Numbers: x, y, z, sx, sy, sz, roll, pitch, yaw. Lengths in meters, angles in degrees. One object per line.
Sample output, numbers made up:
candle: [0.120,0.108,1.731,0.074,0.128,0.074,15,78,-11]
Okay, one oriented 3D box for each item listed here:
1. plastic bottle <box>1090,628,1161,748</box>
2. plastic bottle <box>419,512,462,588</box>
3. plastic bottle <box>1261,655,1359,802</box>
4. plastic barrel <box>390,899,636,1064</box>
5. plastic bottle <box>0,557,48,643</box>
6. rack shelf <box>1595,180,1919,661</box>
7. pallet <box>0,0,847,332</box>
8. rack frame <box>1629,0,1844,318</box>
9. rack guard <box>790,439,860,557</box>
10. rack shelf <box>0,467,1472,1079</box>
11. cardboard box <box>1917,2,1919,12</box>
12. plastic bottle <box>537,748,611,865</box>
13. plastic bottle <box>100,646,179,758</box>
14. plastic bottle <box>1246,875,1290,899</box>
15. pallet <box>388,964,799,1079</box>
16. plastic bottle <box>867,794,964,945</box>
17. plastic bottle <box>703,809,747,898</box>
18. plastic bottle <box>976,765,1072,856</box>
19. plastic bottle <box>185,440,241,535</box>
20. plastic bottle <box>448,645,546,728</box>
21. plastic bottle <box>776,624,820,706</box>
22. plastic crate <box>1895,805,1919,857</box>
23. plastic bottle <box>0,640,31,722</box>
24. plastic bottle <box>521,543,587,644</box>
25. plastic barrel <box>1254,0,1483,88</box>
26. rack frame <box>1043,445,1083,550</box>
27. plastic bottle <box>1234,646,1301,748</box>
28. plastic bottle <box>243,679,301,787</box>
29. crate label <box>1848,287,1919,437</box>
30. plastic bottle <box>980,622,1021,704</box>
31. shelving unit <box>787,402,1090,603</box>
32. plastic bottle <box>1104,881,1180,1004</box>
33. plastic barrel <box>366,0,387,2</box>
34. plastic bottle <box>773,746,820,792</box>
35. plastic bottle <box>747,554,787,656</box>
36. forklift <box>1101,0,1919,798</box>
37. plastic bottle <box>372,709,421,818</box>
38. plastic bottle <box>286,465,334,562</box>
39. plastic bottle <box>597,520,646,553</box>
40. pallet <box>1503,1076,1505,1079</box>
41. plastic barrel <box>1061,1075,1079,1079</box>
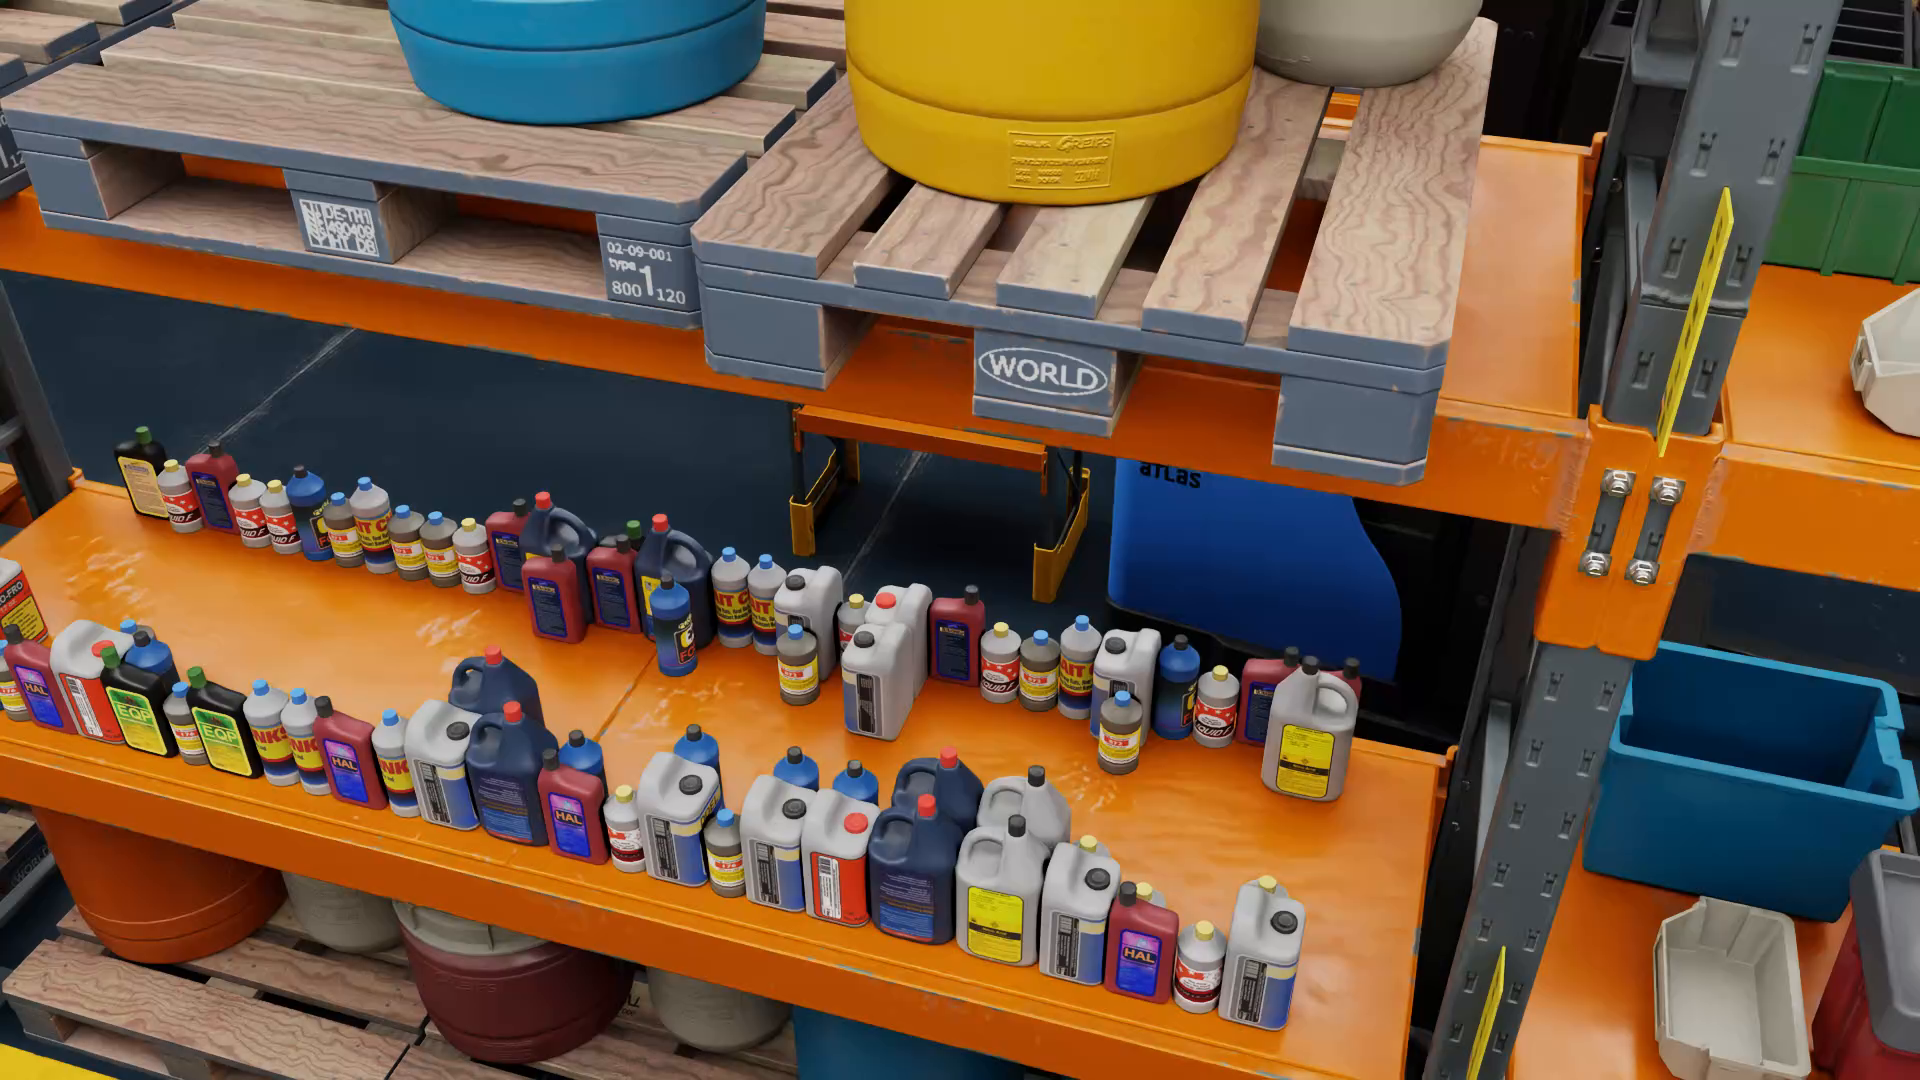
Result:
plastic bottle: [0.386,0.327,3.880,0.135,0.276,0.152,10,38,14]
plastic bottle: [-1.359,0.017,4.364,0.097,0.201,0.097,0,36,0]
plastic bottle: [0.785,0.406,3.709,0.185,0.351,0.144,10,38,14]
plastic barrel: [-1.205,1.011,4.526,0.708,0.588,0.600,10,38,14]
plastic bottle: [-2.393,0.155,4.113,0.135,0.276,0.152,10,38,14]
rack shelf: [2.972,0.074,2.195,4.000,0.370,1.077,10,38,14]
pallet: [-0.797,-0.775,2.901,1.213,0.211,1.003,10,38,14]
rack frame: [1.063,-1.777,1.573,0.127,3.000,1.000,10,38,14]
rack guard: [-0.548,-0.202,6.814,0.087,0.250,0.587,10,38,14]
rack shelf: [-0.846,0.575,4.045,4.000,0.370,1.077,10,38,14]
cardboard box: [3.893,-2.181,6.255,0.500,0.500,0.500,9,37,13]
plastic bottle: [-0.824,0.566,3.549,0.133,0.283,0.061,10,38,14]
plastic bottle: [-1.882,0.370,3.815,0.133,0.283,0.061,10,38,14]
plastic bottle: [0.610,0.759,3.356,0.097,0.201,0.097,0,36,0]
pallet: [-0.829,1.388,4.686,1.213,0.211,1.003,10,38,14]
plastic bottle: [-0.088,0.649,3.379,0.185,0.351,0.144,10,38,14]
plastic bottle: [-0.487,0.650,3.504,0.097,0.201,0.097,0,36,0]
plastic bottle: [0.131,0.600,3.446,0.185,0.351,0.144,10,38,14]
plastic bottle: [-2.021,-0.150,4.522,0.133,0.283,0.061,10,38,14]
plastic bottle: [-1.046,0.377,3.749,0.185,0.351,0.144,10,38,14]
plastic bottle: [-0.389,0.291,3.992,0.097,0.201,0.097,0,36,0]
plastic crate: [2.212,0.772,3.353,0.590,0.125,0.437,10,38,14]
plastic bottle: [-2.243,0.325,3.946,0.097,0.201,0.097,0,36,0]
plastic bottle: [-1.017,0.126,4.147,0.133,0.283,0.061,10,38,14]
plastic barrel: [0.636,-1.028,2.616,0.433,0.535,0.433,0,36,0]
rack frame: [0.404,-0.529,6.204,0.032,1.500,0.500,10,38,14]
plastic bottle: [0.713,0.356,3.834,0.133,0.283,0.061,10,38,14]
plastic bottle: [-1.546,0.425,3.750,0.097,0.271,0.097,0,36,0]
crate label: [1.444,-0.213,2.200,0.466,0.136,0.293,10,38,14]
plastic bottle: [0.098,0.287,3.998,0.097,0.201,0.097,0,36,0]
shelving unit: [-0.073,-0.618,6.324,1.083,1.500,0.587,10,38,14]
plastic bottle: [0.356,0.784,3.252,0.133,0.283,0.061,10,38,14]
plastic barrel: [-1.017,-1.272,2.948,0.433,0.535,0.433,0,36,0]
plastic bottle: [-0.348,0.553,3.577,0.097,0.271,0.097,0,36,0]
plastic bottle: [-0.473,0.153,4.120,0.097,0.271,0.097,0,36,0]
forklift: [2.076,-0.617,5.115,3.031,2.935,1.130,15,39,20]
plastic bottle: [-1.233,0.483,3.671,0.097,0.271,0.097,0,36,0]
plastic bottle: [-1.731,-0.080,4.437,0.097,0.271,0.097,0,36,0]
plastic bottle: [-0.847,0.068,4.226,0.133,0.283,0.061,10,38,14]
pallet: [1.777,1.870,4.031,1.213,0.211,1.003,10,38,14]
plastic barrel: [0.549,1.209,3.992,0.708,0.901,0.600,10,38,14]
